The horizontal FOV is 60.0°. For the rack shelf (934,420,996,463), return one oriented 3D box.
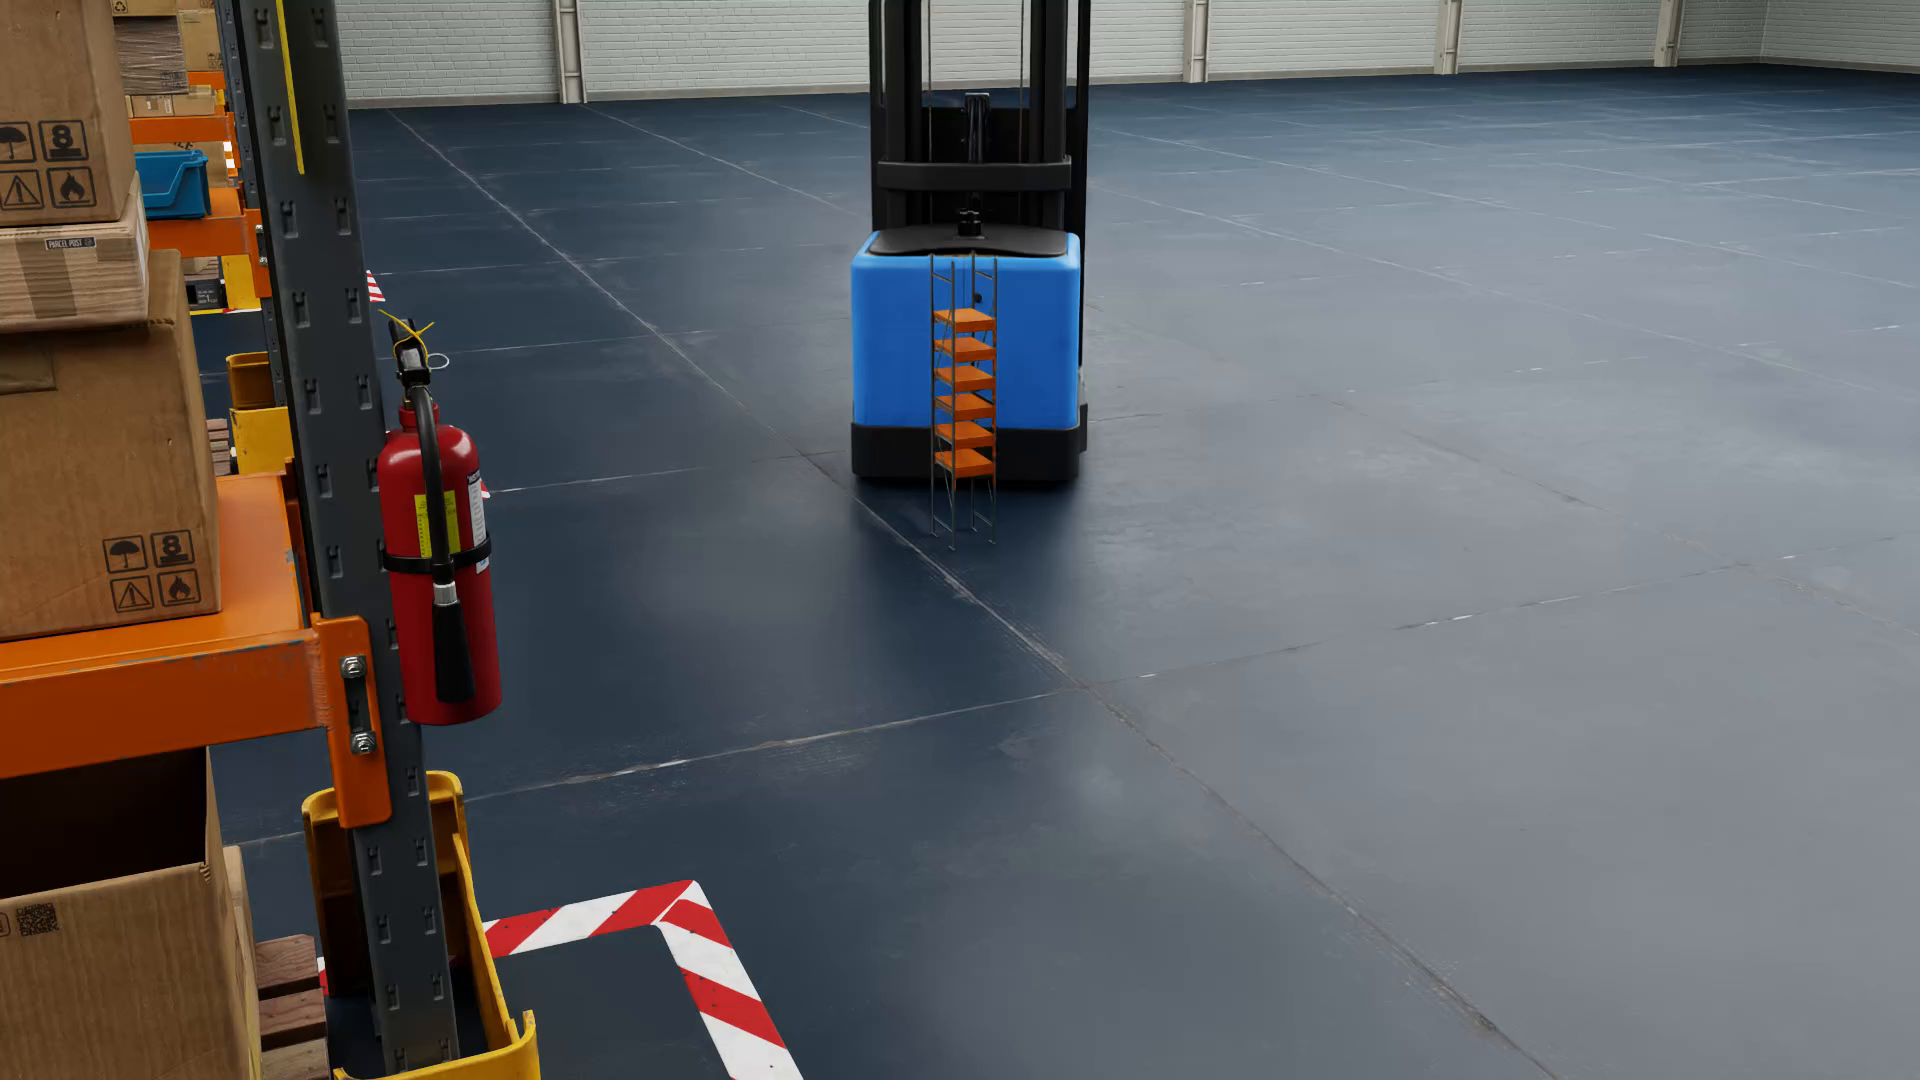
[{"bbox_3d":[0.013,-0.413,6.883,0.180,0.103,0.258,-8,21,-22],"label":"rack shelf"}]

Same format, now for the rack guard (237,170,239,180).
[{"bbox_3d":[-6.929,-3.569,16.404,0.348,0.500,1.175,-8,21,-22],"label":"rack guard"}]

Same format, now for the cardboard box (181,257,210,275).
[{"bbox_3d":[-5.659,-2.161,11.773,0.500,0.500,0.500,-4,20,-12],"label":"cardboard box"}]

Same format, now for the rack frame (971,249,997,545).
[{"bbox_3d":[0.097,-0.580,6.862,0.006,1.200,0.240,-8,21,-22],"label":"rack frame"}]

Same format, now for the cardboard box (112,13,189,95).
[{"bbox_3d":[-5.595,-3.342,11.399,0.500,0.500,0.875,-8,21,-22],"label":"cardboard box"}]

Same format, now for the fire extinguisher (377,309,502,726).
[{"bbox_3d":[-0.866,-0.035,2.720,0.183,0.674,0.296,-8,21,-22],"label":"fire extinguisher"}]

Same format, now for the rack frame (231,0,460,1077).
[{"bbox_3d":[-1.158,-0.197,3.066,0.127,3.000,1.000,-8,21,-22],"label":"rack frame"}]

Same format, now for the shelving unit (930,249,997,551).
[{"bbox_3d":[0.013,-0.568,6.828,0.189,1.200,0.258,-8,21,-22],"label":"shelving unit"}]

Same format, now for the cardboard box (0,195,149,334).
[{"bbox_3d":[-1.434,-0.442,2.633,0.250,0.149,0.380,-9,21,-23],"label":"cardboard box"}]

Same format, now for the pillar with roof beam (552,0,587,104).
[{"bbox_3d":[-4.756,-10.243,22.565,0.400,9.000,9.100,-8,21,-22],"label":"pillar with roof beam"}]

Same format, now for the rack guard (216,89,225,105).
[{"bbox_3d":[-10.952,-6.578,24.951,0.348,0.500,1.175,-8,21,-22],"label":"rack guard"}]

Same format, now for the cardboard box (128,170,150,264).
[{"bbox_3d":[-1.604,-0.564,2.981,0.250,0.149,0.380,-8,21,-22],"label":"cardboard box"}]

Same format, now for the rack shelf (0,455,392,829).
[{"bbox_3d":[-2.995,0.405,2.438,4.000,0.370,1.077,-8,21,-22],"label":"rack shelf"}]

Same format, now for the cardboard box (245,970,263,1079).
[{"bbox_3d":[-1.534,1.062,2.996,0.500,0.250,0.500,-8,21,-22],"label":"cardboard box"}]

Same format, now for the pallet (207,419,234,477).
[{"bbox_3d":[-3.916,-0.263,7.452,1.213,0.211,1.003,-8,21,-22],"label":"pallet"}]

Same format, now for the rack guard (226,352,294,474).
[{"bbox_3d":[-3.168,-0.505,7.703,0.348,0.500,1.175,-8,21,-22],"label":"rack guard"}]

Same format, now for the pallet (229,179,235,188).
[{"bbox_3d":[-7.654,-3.300,16.077,1.213,0.211,1.003,-8,21,-22],"label":"pallet"}]

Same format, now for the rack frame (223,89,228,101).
[{"bbox_3d":[-9.004,-6.241,20.230,0.127,3.000,1.000,-8,21,-22],"label":"rack frame"}]

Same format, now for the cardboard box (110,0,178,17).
[{"bbox_3d":[-5.486,-3.730,10.995,0.500,0.500,0.500,-8,21,-22],"label":"cardboard box"}]

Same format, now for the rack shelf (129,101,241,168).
[{"bbox_3d":[-6.915,-2.616,11.019,4.000,0.370,1.077,-8,21,-22],"label":"rack shelf"}]

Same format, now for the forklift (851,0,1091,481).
[{"bbox_3d":[0.112,-2.095,8.558,1.130,2.935,3.031,1,19,3],"label":"forklift"}]

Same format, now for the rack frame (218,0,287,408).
[{"bbox_3d":[-3.117,-1.708,7.357,0.127,3.000,1.000,-8,21,-22],"label":"rack frame"}]

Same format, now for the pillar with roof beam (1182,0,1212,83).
[{"bbox_3d":[6.263,-11.822,27.048,0.400,9.000,9.100,-8,21,-22],"label":"pillar with roof beam"}]

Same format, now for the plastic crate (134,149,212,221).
[{"bbox_3d":[-3.458,-1.481,6.936,0.616,0.251,0.499,-8,21,-22],"label":"plastic crate"}]

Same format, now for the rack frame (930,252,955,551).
[{"bbox_3d":[-0.071,-0.556,6.794,0.006,1.200,0.240,-8,21,-22],"label":"rack frame"}]

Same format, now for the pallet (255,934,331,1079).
[{"bbox_3d":[-1.844,1.231,3.207,1.213,0.211,1.003,-8,21,-22],"label":"pallet"}]

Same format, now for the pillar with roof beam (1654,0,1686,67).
[{"bbox_3d":[17.281,-13.401,31.531,0.400,9.000,9.100,-8,21,-22],"label":"pillar with roof beam"}]

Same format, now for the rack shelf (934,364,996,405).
[{"bbox_3d":[0.013,-0.639,6.803,0.180,0.103,0.258,-8,21,-22],"label":"rack shelf"}]

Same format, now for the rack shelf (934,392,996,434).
[{"bbox_3d":[0.013,-0.526,6.843,0.180,0.103,0.258,-8,21,-22],"label":"rack shelf"}]

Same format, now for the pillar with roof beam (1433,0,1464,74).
[{"bbox_3d":[11.772,-12.611,29.290,0.400,9.000,9.100,-8,21,-22],"label":"pillar with roof beam"}]

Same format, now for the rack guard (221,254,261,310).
[{"bbox_3d":[-5.149,-2.030,12.033,0.348,0.500,1.175,-8,21,-22],"label":"rack guard"}]

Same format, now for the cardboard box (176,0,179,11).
[{"bbox_3d":[-5.692,-3.888,11.445,0.500,0.500,0.500,-8,21,-22],"label":"cardboard box"}]

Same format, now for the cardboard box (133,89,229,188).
[{"bbox_3d":[-7.547,-3.831,15.953,0.875,0.875,0.875,-8,21,-22],"label":"cardboard box"}]

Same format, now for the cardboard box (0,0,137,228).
[{"bbox_3d":[-1.641,-0.792,2.650,0.500,0.500,0.700,-8,21,-22],"label":"cardboard box"}]

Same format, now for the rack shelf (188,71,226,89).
[{"bbox_3d":[-8.787,-4.142,15.352,4.000,0.370,1.077,-8,21,-22],"label":"rack shelf"}]

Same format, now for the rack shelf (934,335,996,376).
[{"bbox_3d":[0.013,-0.752,6.763,0.180,0.103,0.258,-8,21,-22],"label":"rack shelf"}]

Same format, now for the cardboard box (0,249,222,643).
[{"bbox_3d":[-1.592,-0.187,2.886,0.500,0.500,0.700,-8,21,-22],"label":"cardboard box"}]

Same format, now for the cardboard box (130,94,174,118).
[{"bbox_3d":[-5.489,-2.967,11.310,0.250,0.149,0.380,-8,21,-22],"label":"cardboard box"}]

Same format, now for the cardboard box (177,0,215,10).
[{"bbox_3d":[-7.307,-5.288,15.671,0.550,0.550,0.875,-8,21,-22],"label":"cardboard box"}]

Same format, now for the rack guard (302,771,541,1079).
[{"bbox_3d":[-1.136,0.979,3.490,0.348,0.500,1.175,-8,21,-22],"label":"rack guard"}]

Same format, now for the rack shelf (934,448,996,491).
[{"bbox_3d":[0.013,-0.300,6.923,0.180,0.103,0.258,-8,21,-22],"label":"rack shelf"}]

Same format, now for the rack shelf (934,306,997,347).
[{"bbox_3d":[0.013,-0.866,6.723,0.180,0.103,0.258,-8,21,-22],"label":"rack shelf"}]

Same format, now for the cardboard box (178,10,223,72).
[{"bbox_3d":[-7.273,-4.753,15.777,0.550,0.550,0.875,-8,21,-22],"label":"cardboard box"}]

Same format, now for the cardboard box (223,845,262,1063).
[{"bbox_3d":[-1.739,0.904,3.445,0.500,0.250,0.500,-8,21,-22],"label":"cardboard box"}]

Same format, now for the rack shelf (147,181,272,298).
[{"bbox_3d":[-4.953,-1.106,6.729,4.000,0.370,1.077,-8,21,-22],"label":"rack shelf"}]

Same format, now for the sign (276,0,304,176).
[{"bbox_3d":[-0.956,-0.688,2.359,0.005,0.325,0.100,-8,21,-22],"label":"sign"}]

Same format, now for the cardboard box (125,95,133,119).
[{"bbox_3d":[-5.698,-2.918,11.172,0.250,0.149,0.380,-8,21,-22],"label":"cardboard box"}]

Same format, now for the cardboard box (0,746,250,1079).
[{"bbox_3d":[-1.533,0.709,2.870,0.500,0.500,0.500,-8,21,-22],"label":"cardboard box"}]

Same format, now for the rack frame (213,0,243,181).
[{"bbox_3d":[-5.079,-3.219,11.647,0.127,3.000,1.000,-8,21,-22],"label":"rack frame"}]

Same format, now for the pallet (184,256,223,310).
[{"bbox_3d":[-5.909,-1.797,11.809,1.213,0.211,1.003,-8,21,-22],"label":"pallet"}]

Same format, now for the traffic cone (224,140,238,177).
[{"bbox_3d":[-8.136,-4.300,18.539,0.334,0.463,0.336,-8,21,-22],"label":"traffic cone"}]

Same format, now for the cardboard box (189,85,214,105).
[{"bbox_3d":[-5.435,-3.135,11.788,0.250,0.149,0.380,-8,21,-22],"label":"cardboard box"}]

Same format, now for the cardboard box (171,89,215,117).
[{"bbox_3d":[-5.259,-3.000,11.403,0.250,0.149,0.380,-8,21,-22],"label":"cardboard box"}]
